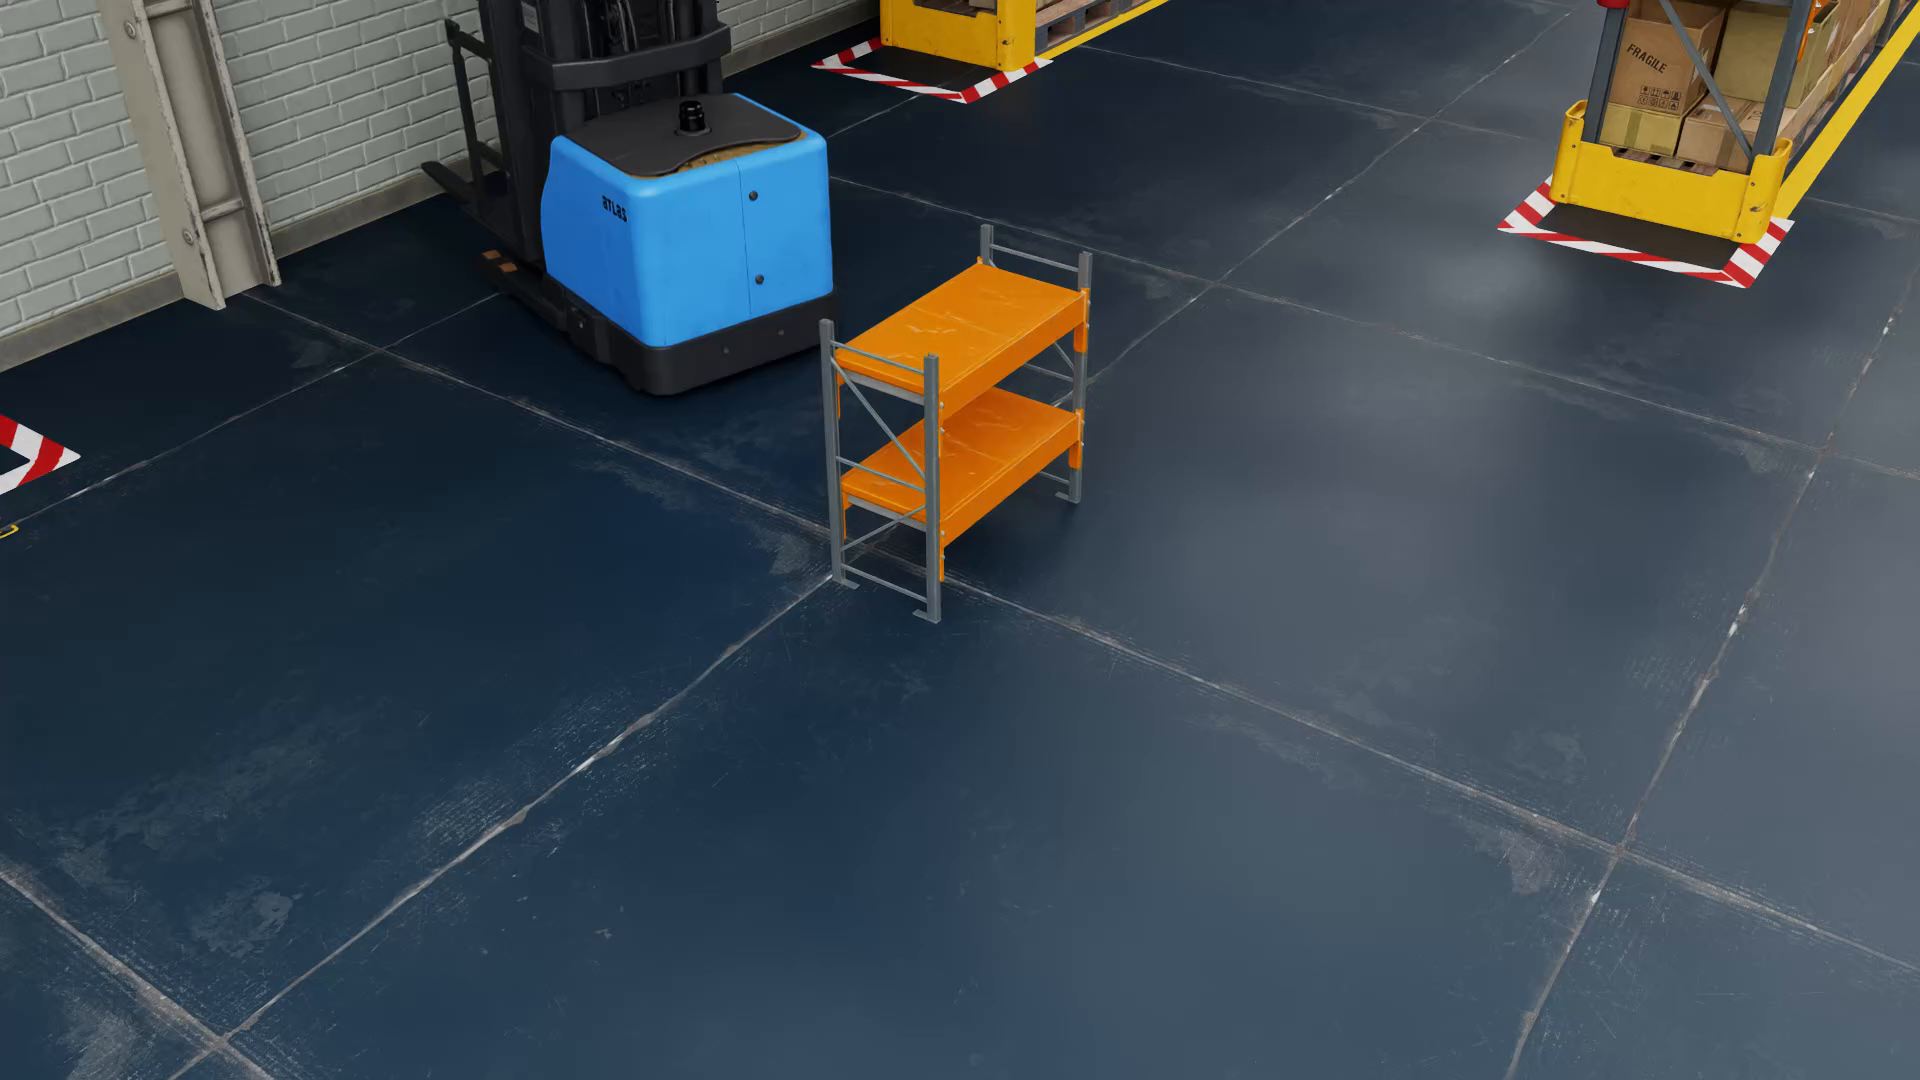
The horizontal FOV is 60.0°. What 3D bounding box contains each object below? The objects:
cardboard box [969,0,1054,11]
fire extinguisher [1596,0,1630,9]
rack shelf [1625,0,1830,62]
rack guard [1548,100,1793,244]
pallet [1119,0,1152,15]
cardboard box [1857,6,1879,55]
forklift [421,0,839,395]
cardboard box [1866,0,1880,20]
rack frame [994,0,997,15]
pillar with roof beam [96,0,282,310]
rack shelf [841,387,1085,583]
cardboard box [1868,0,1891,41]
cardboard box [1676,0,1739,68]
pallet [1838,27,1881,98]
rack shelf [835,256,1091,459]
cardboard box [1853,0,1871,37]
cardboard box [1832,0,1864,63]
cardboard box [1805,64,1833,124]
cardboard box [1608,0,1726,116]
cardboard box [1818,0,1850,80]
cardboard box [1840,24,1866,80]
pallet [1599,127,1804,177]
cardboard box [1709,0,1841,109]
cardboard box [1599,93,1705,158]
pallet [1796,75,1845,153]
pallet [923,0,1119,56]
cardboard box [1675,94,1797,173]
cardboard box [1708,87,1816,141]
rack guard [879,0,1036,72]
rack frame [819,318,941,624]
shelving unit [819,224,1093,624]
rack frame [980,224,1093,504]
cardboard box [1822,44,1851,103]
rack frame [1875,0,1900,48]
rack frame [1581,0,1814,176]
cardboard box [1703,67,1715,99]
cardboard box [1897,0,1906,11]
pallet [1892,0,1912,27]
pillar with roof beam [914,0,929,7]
[{"bbox_3d":[0.399,-4.073,12.103,0.500,0.311,0.500,17,37,23],"label":"cardboard box"},{"bbox_3d":[3.553,-3.197,8.869,0.296,0.674,0.183,21,39,28],"label":"fire extinguisher"},{"bbox_3d":[5.143,-3.757,10.270,1.077,0.370,4.000,21,39,28],"label":"rack shelf"},{"bbox_3d":[3.989,-2.088,9.392,1.175,0.500,0.348,21,39,28],"label":"rack guard"},{"bbox_3d":[1.163,-4.517,13.241,1.003,0.211,1.213,21,39,28],"label":"pallet"},{"bbox_3d":[5.905,-3.500,11.328,0.500,0.250,0.500,21,39,28],"label":"cardboard box"},{"bbox_3d":[-1.896,-2.639,8.035,1.130,2.935,3.031,-24,41,-31],"label":"forklift"},{"bbox_3d":[5.904,-3.812,11.119,0.500,0.500,0.500,21,39,28],"label":"cardboard box"},{"bbox_3d":[-0.069,-4.715,11.045,1.000,3.000,0.127,21,39,28],"label":"rack frame"},{"bbox_3d":[-0.265,-3.663,4.133,9.100,9.000,0.400,21,39,28],"label":"pillar with roof beam"},{"bbox_3d":[0.004,-0.267,6.576,0.538,0.278,1.000,21,39,28],"label":"rack shelf"},{"bbox_3d":[6.198,-3.727,11.664,0.500,0.250,0.500,21,39,28],"label":"cardboard box"},{"bbox_3d":[4.622,-3.287,10.343,0.500,0.500,0.500,21,39,28],"label":"cardboard box"},{"bbox_3d":[5.795,-3.468,11.690,1.003,0.211,1.213,21,39,28],"label":"pallet"},{"bbox_3d":[0.004,-0.712,6.276,0.538,0.278,1.000,21,39,28],"label":"rack shelf"},{"bbox_3d":[5.622,-3.580,10.777,0.500,0.500,0.500,21,39,28],"label":"cardboard box"},{"bbox_3d":[5.348,-3.346,10.430,0.500,0.500,0.500,21,39,28],"label":"cardboard box"},{"bbox_3d":[5.058,-2.807,10.302,0.500,0.250,0.500,21,39,28],"label":"cardboard box"},{"bbox_3d":[4.064,-2.822,9.656,0.500,0.500,0.500,21,39,28],"label":"cardboard box"},{"bbox_3d":[5.049,-3.121,10.098,0.500,0.500,0.500,21,39,28],"label":"cardboard box"},{"bbox_3d":[5.632,-3.266,10.981,0.500,0.250,0.500,21,39,28],"label":"cardboard box"},{"bbox_3d":[4.404,-2.345,10.029,1.003,0.211,1.213,21,39,28],"label":"pallet"},{"bbox_3d":[4.774,-2.887,9.751,0.500,0.500,0.500,21,39,28],"label":"cardboard box"},{"bbox_3d":[4.065,-2.511,9.865,0.500,0.250,0.500,21,39,28],"label":"cardboard box"},{"bbox_3d":[5.100,-2.904,10.856,1.003,0.211,1.213,21,39,28],"label":"pallet"},{"bbox_3d":[0.466,-3.958,12.414,1.003,0.211,1.213,21,39,28],"label":"pallet"},{"bbox_3d":[4.491,-2.346,9.620,0.500,0.250,0.500,21,39,28],"label":"cardboard box"},{"bbox_3d":[4.773,-2.577,9.962,0.500,0.250,0.500,21,39,28],"label":"cardboard box"},{"bbox_3d":[-0.026,-3.715,11.797,1.175,0.500,0.348,21,39,28],"label":"rack guard"},{"bbox_3d":[-0.286,-0.235,6.094,0.500,1.125,0.032,21,39,28],"label":"rack frame"},{"bbox_3d":[0.004,-0.469,6.439,0.538,1.125,1.048,21,39,28],"label":"shelving unit"},{"bbox_3d":[0.294,-0.703,6.785,0.500,1.125,0.032,21,39,28],"label":"rack frame"},{"bbox_3d":[5.348,-3.035,10.640,0.500,0.250,0.500,21,39,28],"label":"cardboard box"},{"bbox_3d":[6.283,-4.976,11.430,1.000,3.000,0.127,21,39,28],"label":"rack frame"},{"bbox_3d":[4.002,-3.135,8.708,1.000,3.000,0.127,21,39,28],"label":"rack frame"},{"bbox_3d":[4.341,-2.745,10.211,0.500,0.250,0.500,21,39,28],"label":"cardboard box"},{"bbox_3d":[6.717,-4.117,12.240,0.500,0.250,0.500,20,39,27],"label":"cardboard box"},{"bbox_3d":[6.671,-4.172,12.731,1.003,0.211,1.213,21,39,28],"label":"pallet"},{"bbox_3d":[3.156,-6.424,8.216,9.100,9.000,0.400,21,39,28],"label":"pillar with roof beam"}]
